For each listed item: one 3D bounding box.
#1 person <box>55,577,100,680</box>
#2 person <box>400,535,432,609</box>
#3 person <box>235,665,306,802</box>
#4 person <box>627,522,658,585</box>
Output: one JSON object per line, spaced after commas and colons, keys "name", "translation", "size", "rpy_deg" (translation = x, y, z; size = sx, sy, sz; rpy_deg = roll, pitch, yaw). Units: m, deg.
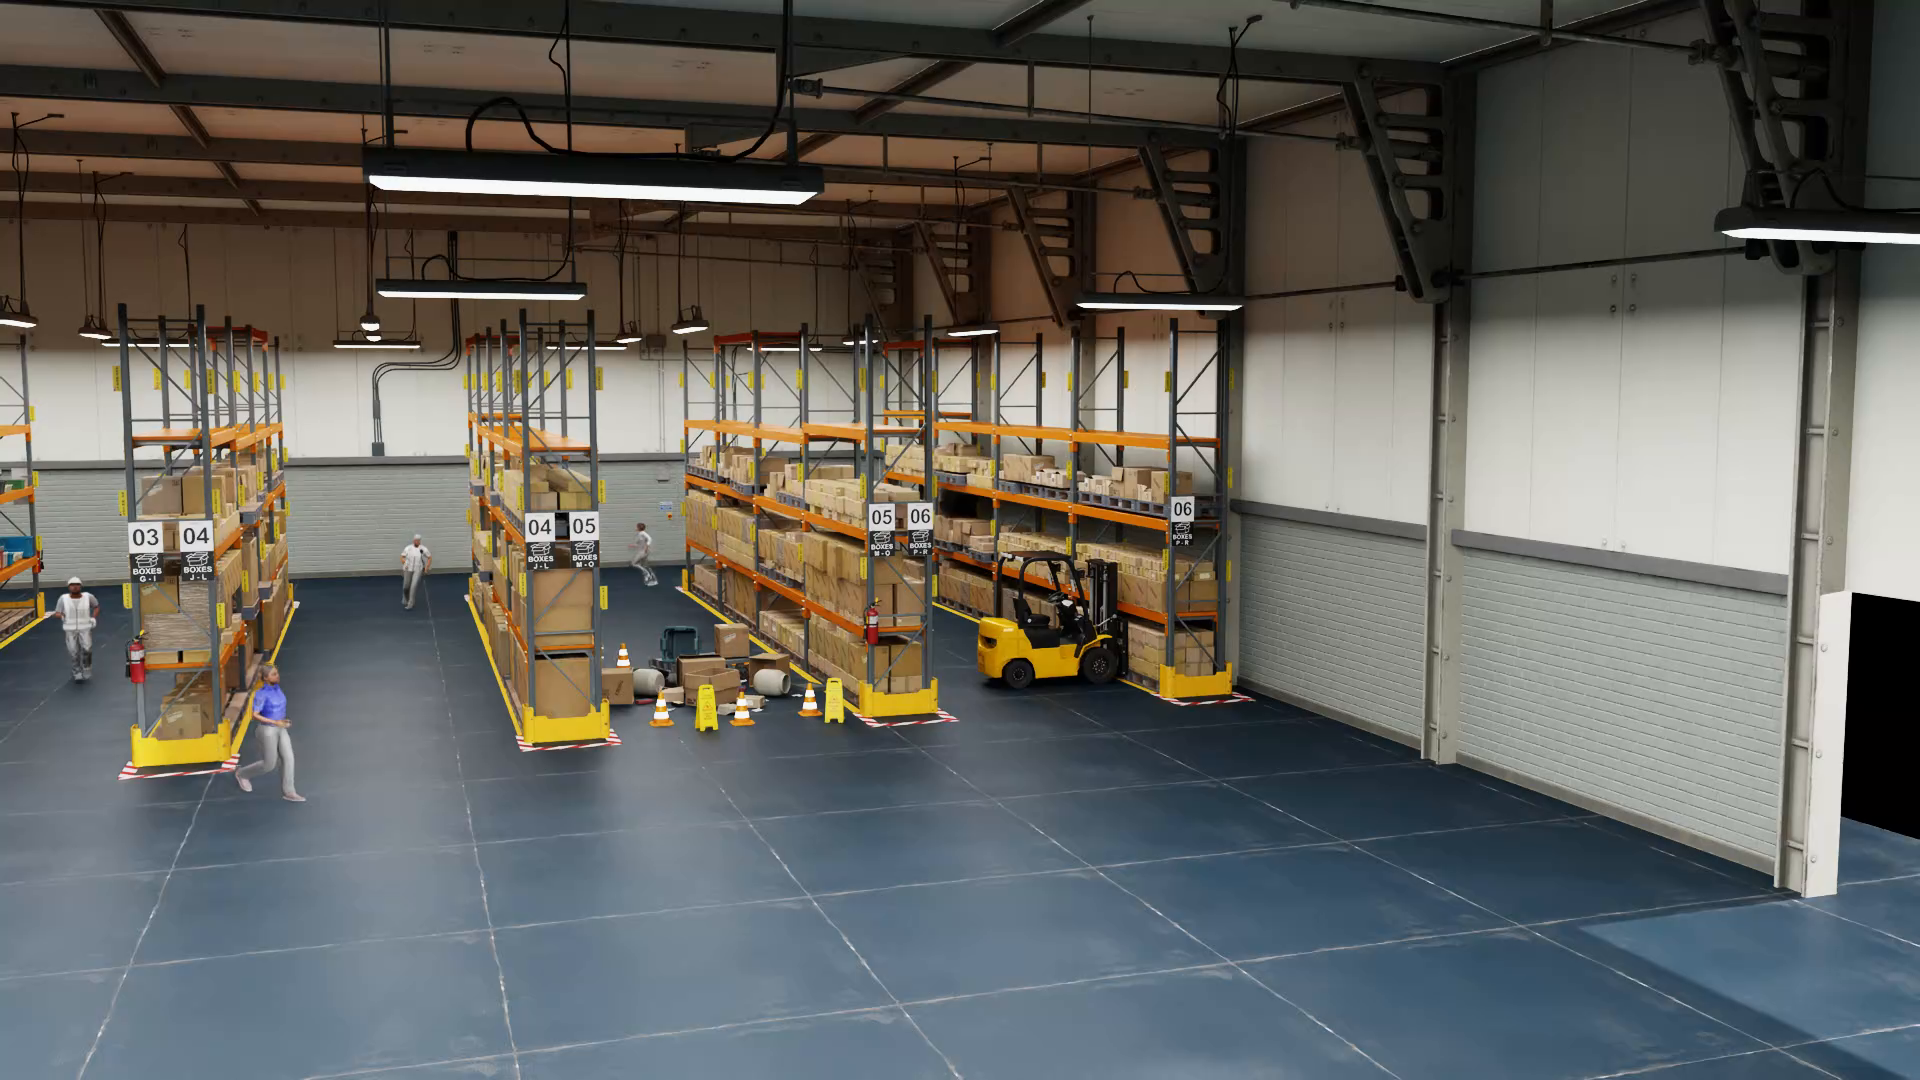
{"name": "person", "translation": [-14.694, 1.493, 27.709], "size": [0.656, 1.743, 0.629], "rpy_deg": [-3, 6, -26]}
{"name": "person", "translation": [-12.097, 0.688, 36.977], "size": [0.683, 1.633, 0.748], "rpy_deg": [-1, 6, -14]}
{"name": "person", "translation": [-8.246, 2.311, 19.864], "size": [0.861, 1.653, 0.592], "rpy_deg": [1, 6, 11]}
{"name": "person", "translation": [-7.804, 0.346, 40.829], "size": [0.739, 1.553, 0.566], "rpy_deg": [-1, 6, -12]}
